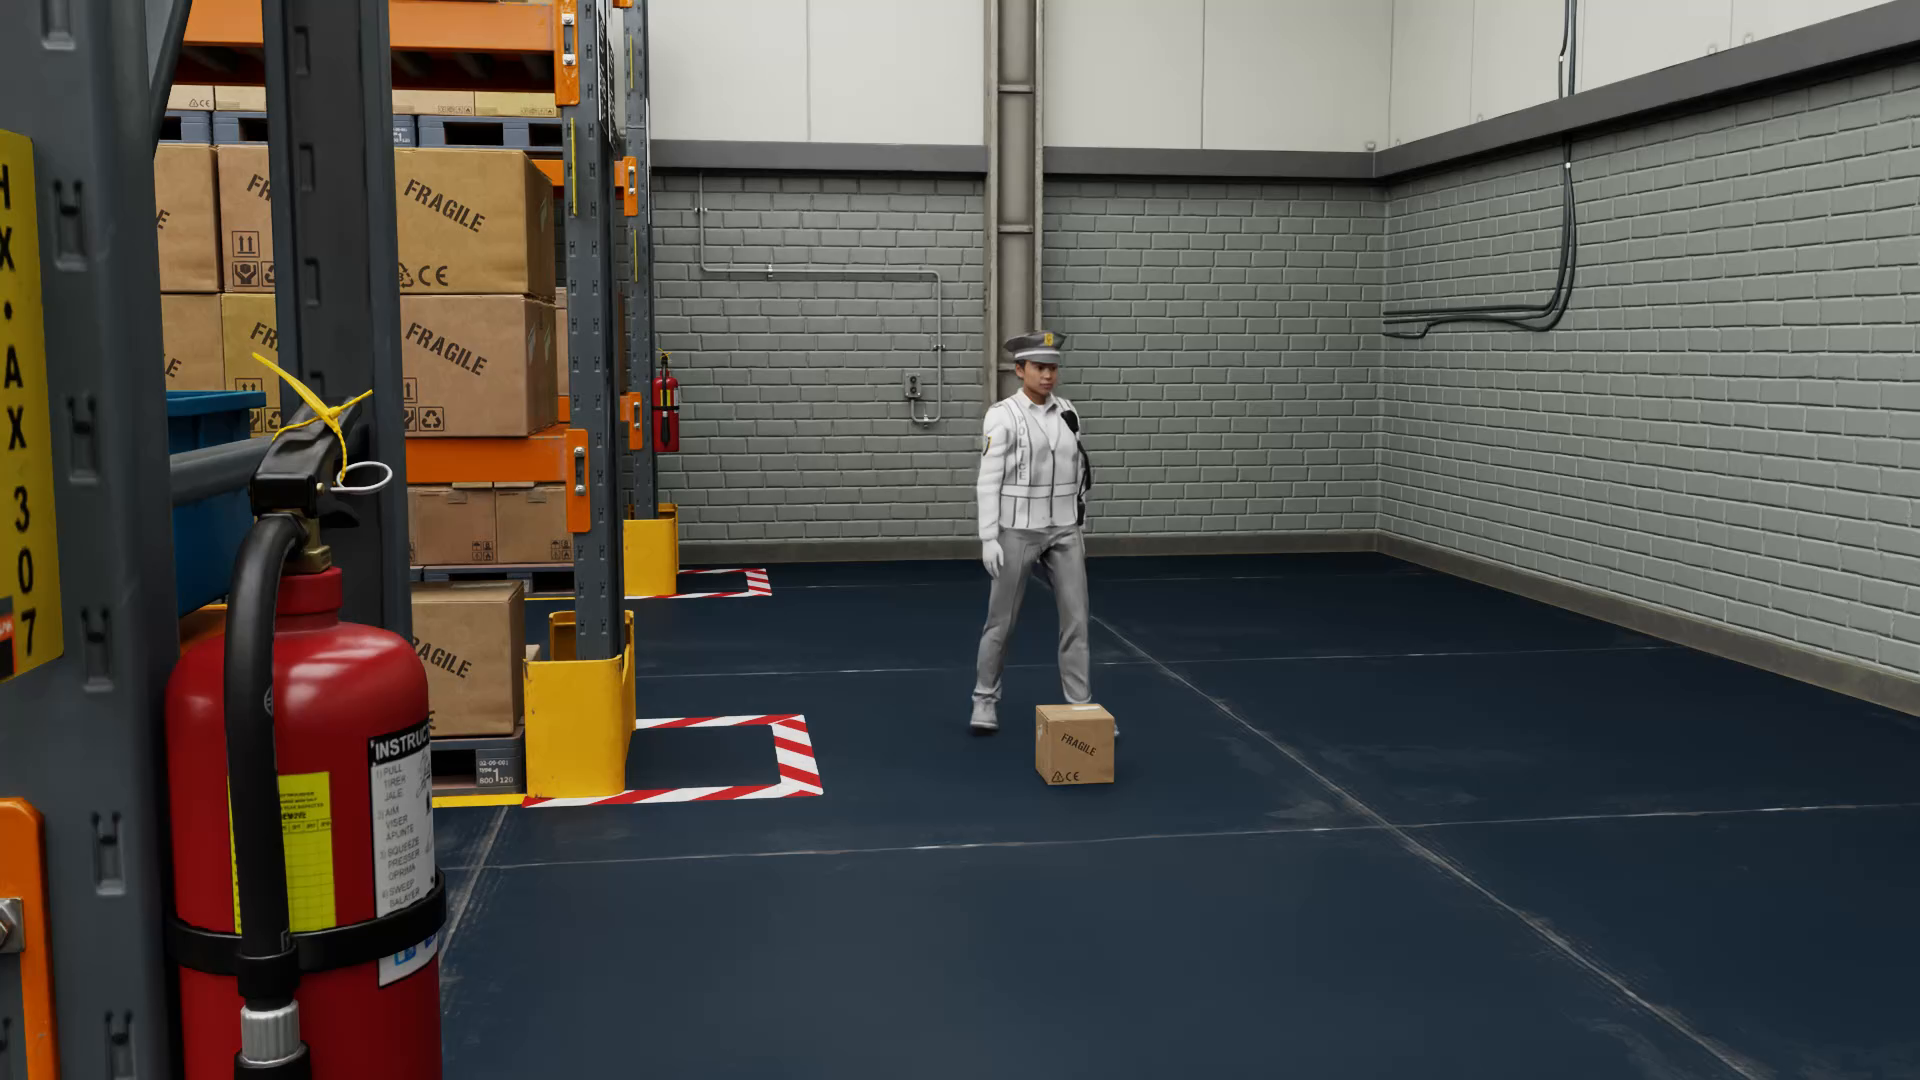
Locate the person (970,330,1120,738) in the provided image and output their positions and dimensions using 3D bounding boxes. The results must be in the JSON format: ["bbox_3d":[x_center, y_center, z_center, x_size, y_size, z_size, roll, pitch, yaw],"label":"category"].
[{"bbox_3d":[0.312,-0.025,6.851,0.522,1.664,0.639,-3,7,-25],"label":"person"}]
